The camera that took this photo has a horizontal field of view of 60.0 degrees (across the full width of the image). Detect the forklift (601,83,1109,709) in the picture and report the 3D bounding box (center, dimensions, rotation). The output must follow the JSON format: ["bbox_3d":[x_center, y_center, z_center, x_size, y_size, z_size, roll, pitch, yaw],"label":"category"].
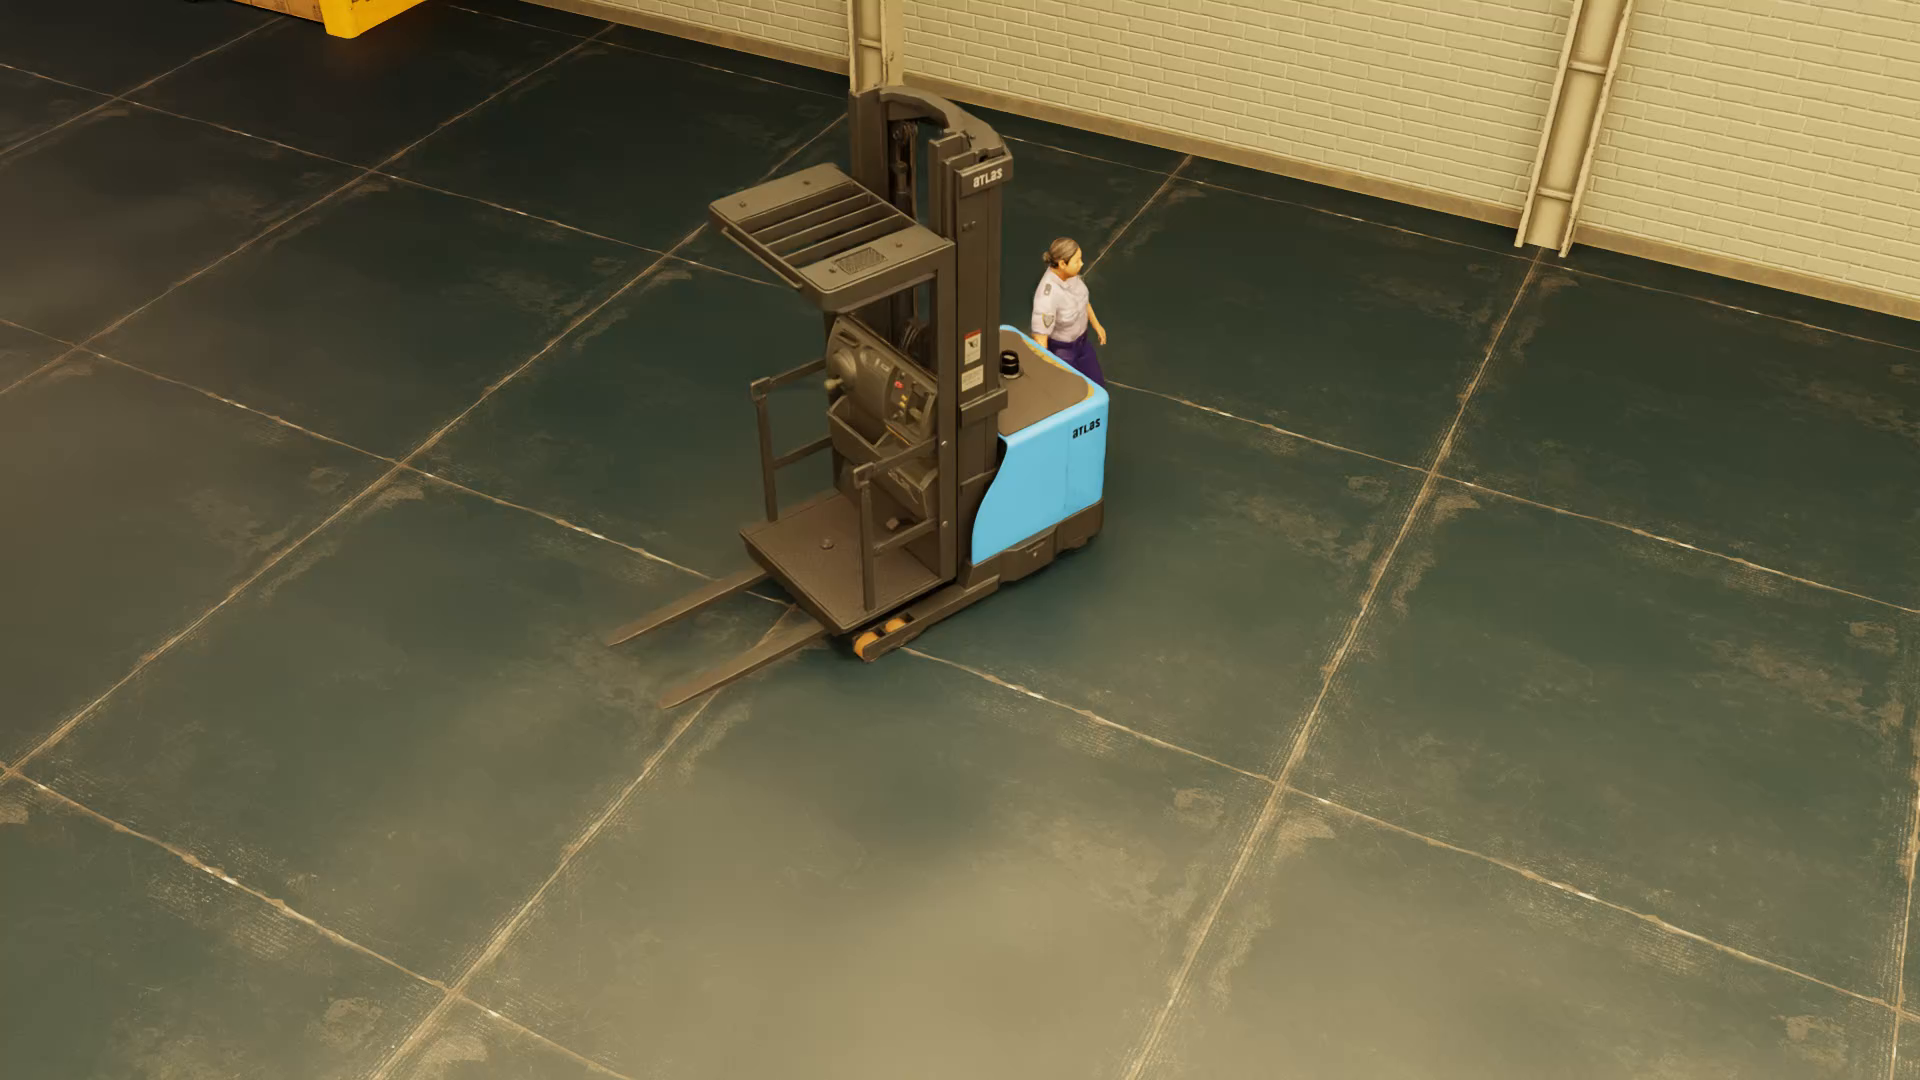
[{"bbox_3d":[-0.597,-0.818,8.958,3.031,2.935,1.130,-27,47,-28],"label":"forklift"}]

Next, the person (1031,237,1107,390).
[{"bbox_3d":[0.753,-1.140,10.396,0.640,1.579,0.710,20,44,23],"label":"person"}]
